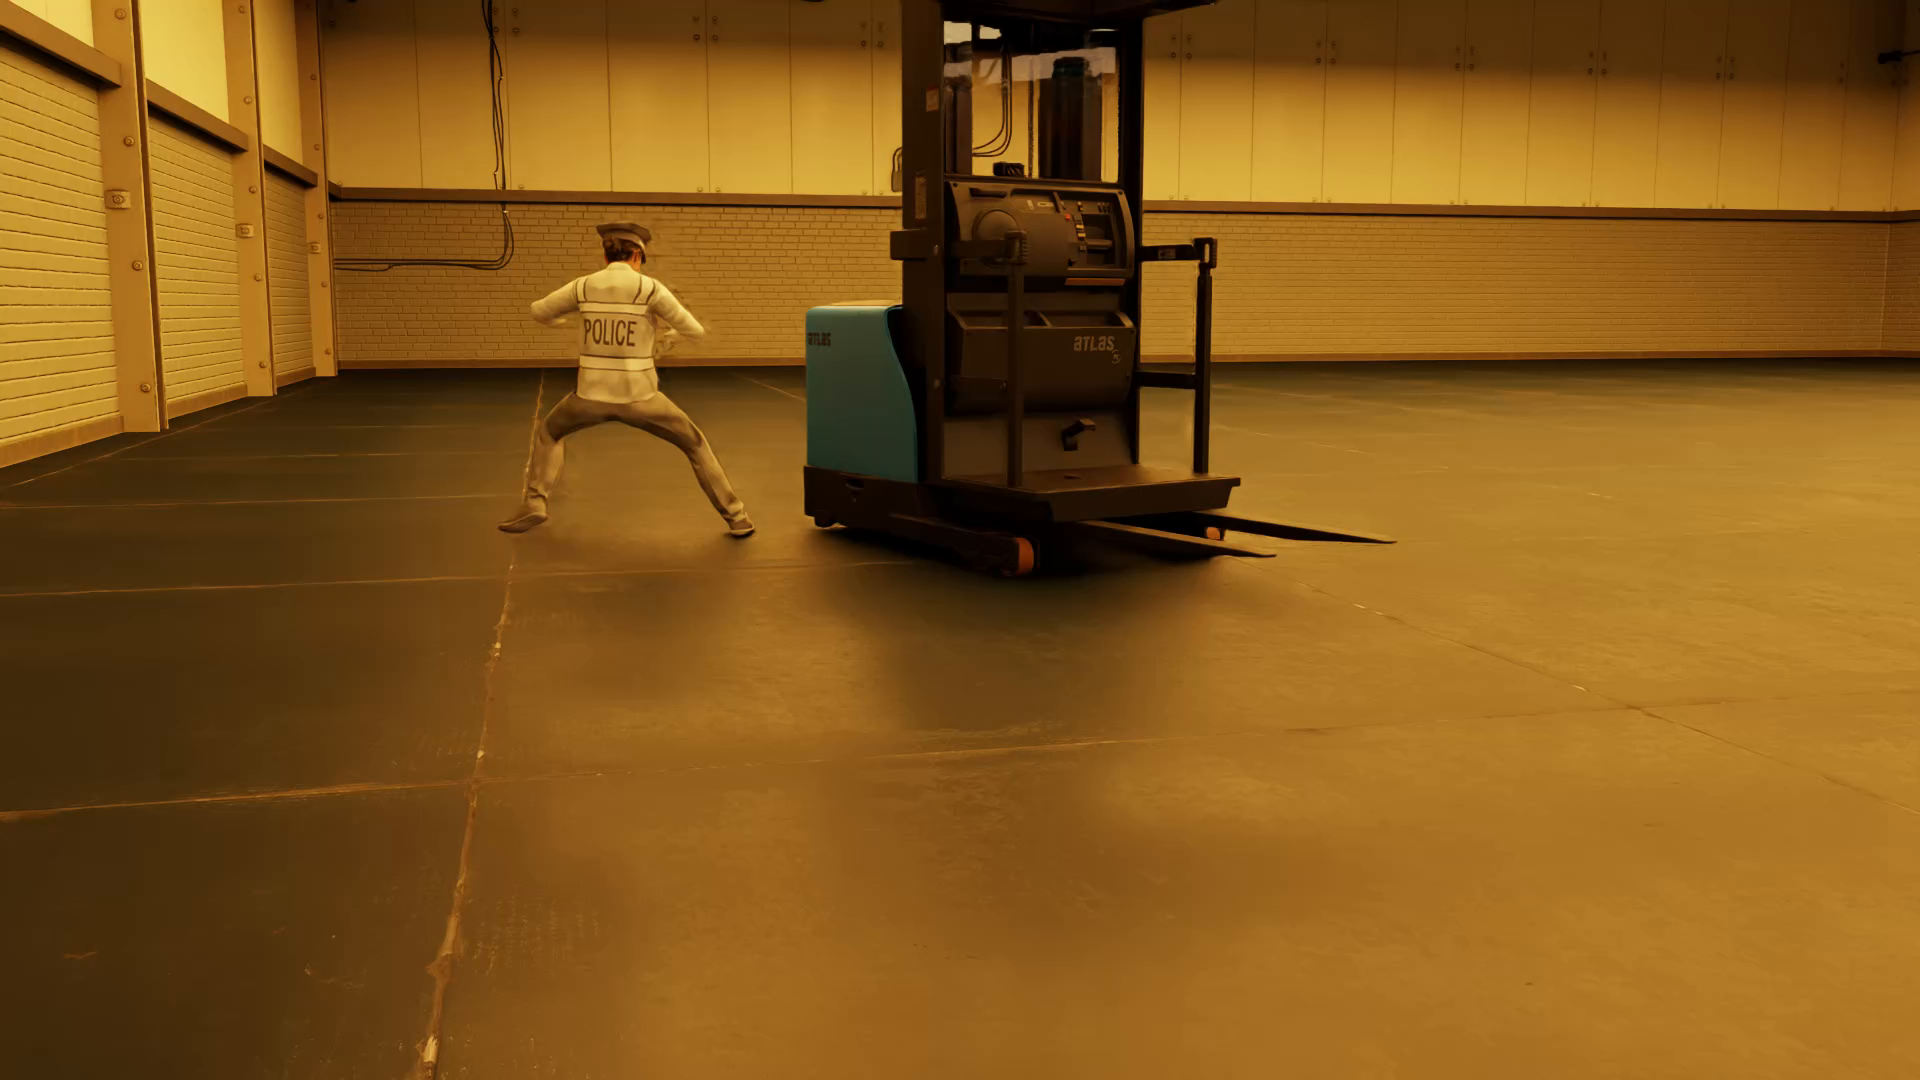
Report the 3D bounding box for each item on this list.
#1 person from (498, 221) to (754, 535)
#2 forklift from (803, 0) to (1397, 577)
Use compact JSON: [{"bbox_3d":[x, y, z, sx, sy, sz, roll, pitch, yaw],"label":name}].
[{"bbox_3d":[-1.567,-0.732,7.704,1.140,1.449,0.634,1,8,6],"label":"person"},{"bbox_3d":[0.480,-1.376,6.966,1.130,2.935,3.031,-5,10,-34],"label":"forklift"}]
